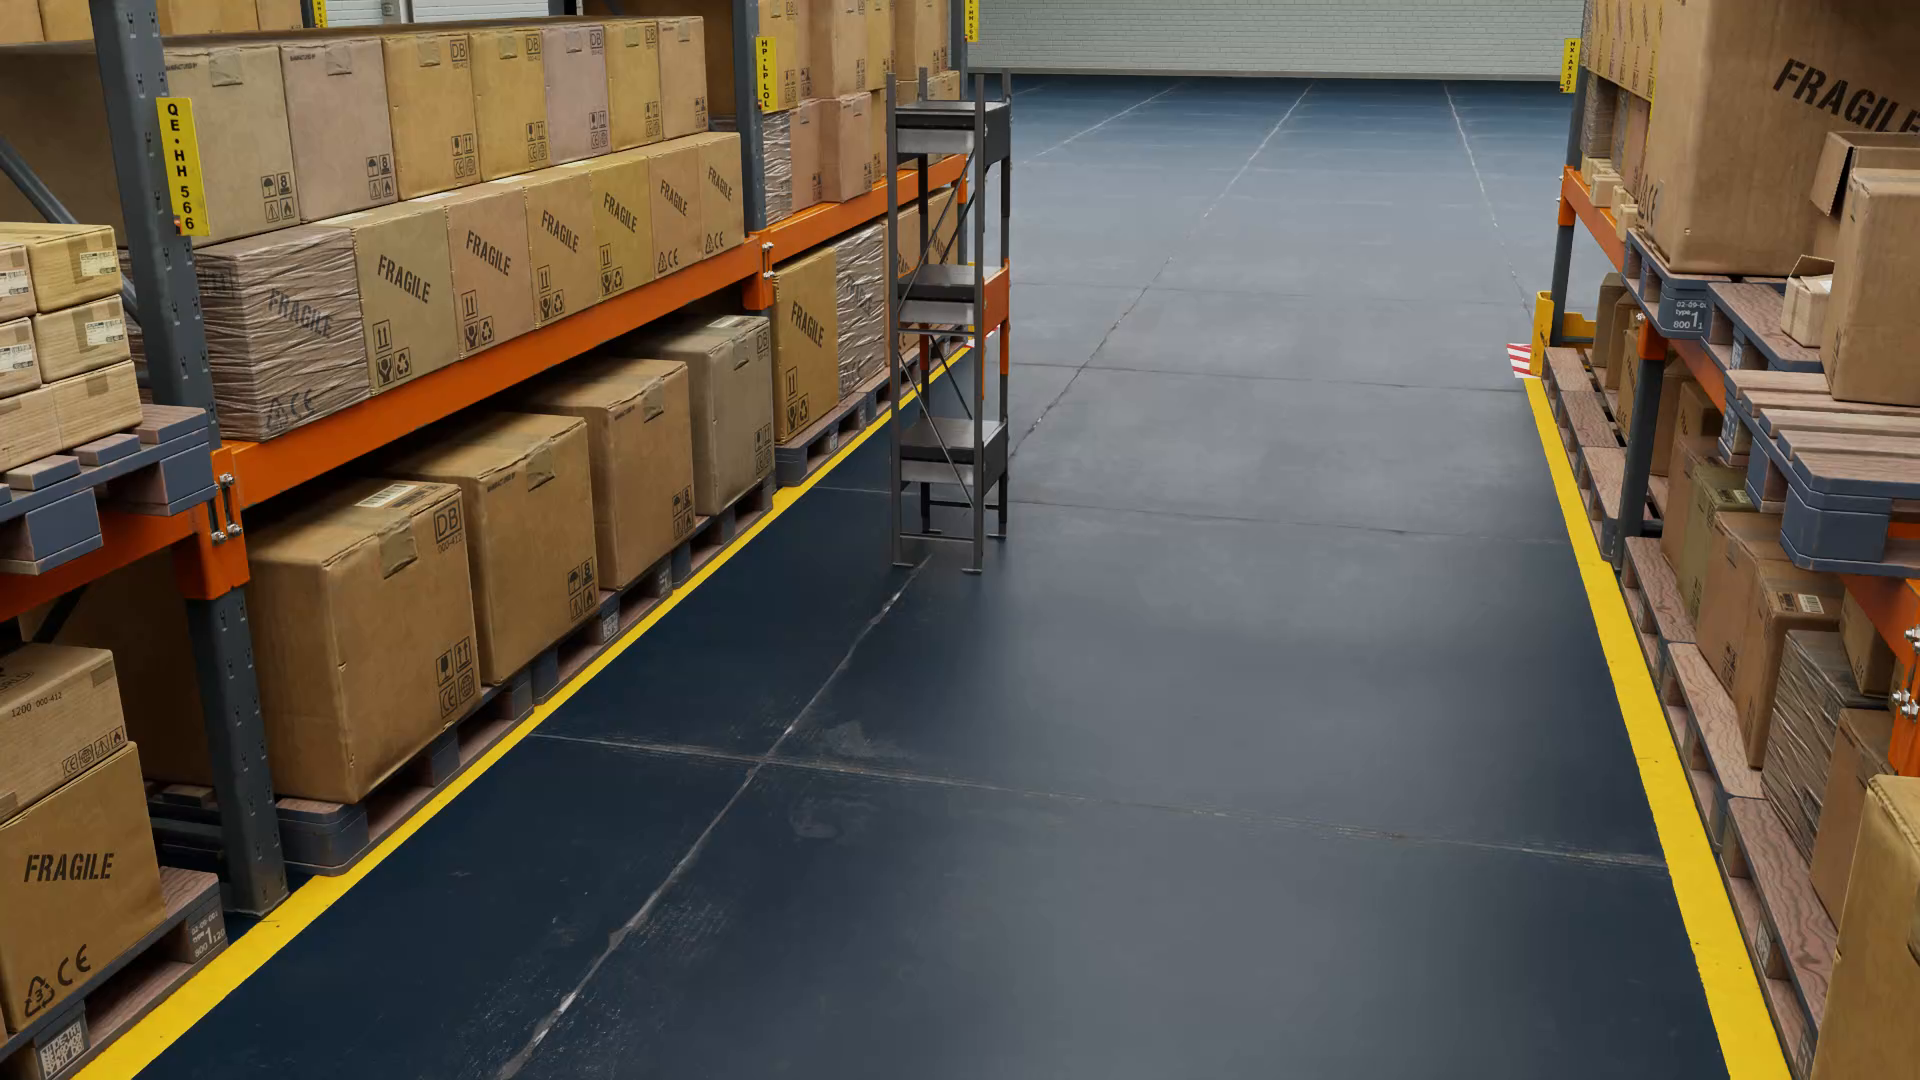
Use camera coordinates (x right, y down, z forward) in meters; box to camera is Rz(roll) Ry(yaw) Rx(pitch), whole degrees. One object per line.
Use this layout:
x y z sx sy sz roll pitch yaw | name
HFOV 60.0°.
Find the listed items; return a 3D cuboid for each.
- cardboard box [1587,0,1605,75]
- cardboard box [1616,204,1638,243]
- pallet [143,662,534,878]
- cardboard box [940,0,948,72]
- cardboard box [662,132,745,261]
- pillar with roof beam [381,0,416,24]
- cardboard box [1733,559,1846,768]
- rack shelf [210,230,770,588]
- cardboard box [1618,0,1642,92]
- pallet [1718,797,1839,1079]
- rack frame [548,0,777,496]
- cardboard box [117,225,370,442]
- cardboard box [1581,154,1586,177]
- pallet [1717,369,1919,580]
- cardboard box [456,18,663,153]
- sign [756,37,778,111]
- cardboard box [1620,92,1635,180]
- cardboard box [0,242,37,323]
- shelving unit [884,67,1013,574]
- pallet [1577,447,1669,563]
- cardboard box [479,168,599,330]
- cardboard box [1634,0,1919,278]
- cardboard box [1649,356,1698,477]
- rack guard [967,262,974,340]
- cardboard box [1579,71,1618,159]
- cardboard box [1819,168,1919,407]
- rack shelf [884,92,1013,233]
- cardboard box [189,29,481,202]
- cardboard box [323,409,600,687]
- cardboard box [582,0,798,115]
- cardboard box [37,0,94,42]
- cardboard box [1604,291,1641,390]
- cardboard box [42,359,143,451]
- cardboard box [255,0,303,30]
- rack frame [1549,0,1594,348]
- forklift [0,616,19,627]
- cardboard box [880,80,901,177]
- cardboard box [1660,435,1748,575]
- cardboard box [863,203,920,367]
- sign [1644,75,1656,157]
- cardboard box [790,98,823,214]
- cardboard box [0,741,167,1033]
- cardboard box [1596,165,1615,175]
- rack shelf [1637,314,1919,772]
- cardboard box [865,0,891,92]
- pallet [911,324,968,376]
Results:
3.811 -2.864 9.270 0.500 0.500 0.500 5 19 13 | cardboard box
3.272 -1.466 7.728 0.380 0.149 0.250 5 19 13 | cardboard box
-2.135 0.653 5.450 1.003 0.211 1.213 5 19 13 | pallet
-0.574 -3.402 11.104 0.875 0.550 0.550 5 19 13 | cardboard box
-1.292 -1.542 7.407 0.500 0.500 0.500 5 19 13 | cardboard box
-4.023 -9.796 22.446 9.100 9.000 0.400 5 19 13 | pillar with roof beam
2.783 0.408 5.040 0.700 0.500 0.500 6 20 18 | cardboard box
-1.912 -0.712 6.245 1.077 0.370 4.000 5 19 13 | rack shelf
3.449 -2.394 7.893 0.500 0.500 0.500 5 19 13 | cardboard box
2.577 1.072 4.221 1.003 0.211 1.213 5 19 13 | pallet
-1.423 -1.679 7.964 1.000 3.000 0.127 5 19 13 | rack frame
-2.029 -0.592 4.627 0.500 0.500 0.500 5 19 14 | cardboard box
3.958 -2.244 10.004 0.380 0.149 0.250 5 19 13 | cardboard box
2.455 -0.143 3.763 1.213 0.211 1.003 5 19 13 | pallet
-1.663 -1.882 6.857 0.700 0.500 0.500 4 19 12 | cardboard box
-0.895 -2.150 7.673 0.100 0.325 0.005 5 19 13 | sign
3.874 -2.052 8.441 0.875 0.500 0.500 5 19 13 | cardboard box
-2.140 -0.519 3.384 0.380 0.149 0.250 4 19 13 | cardboard box
-0.040 -0.942 7.196 0.431 2.100 0.503 5 19 13 | shelving unit
3.491 -0.150 7.799 1.003 0.211 1.213 5 19 13 | pallet
-1.660 -1.066 6.013 0.500 0.500 0.500 4 19 13 | cardboard box
3.032 -1.501 5.863 1.000 1.000 1.000 5 19 14 | cardboard box
3.631 -0.574 7.946 0.500 0.500 0.500 12 22 31 | cardboard box
-0.440 -1.758 12.060 1.175 0.500 0.348 5 19 13 | rack guard
4.178 -2.528 9.832 0.875 0.500 0.500 5 19 13 | cardboard box
2.517 -0.604 4.010 0.700 0.500 0.500 8 20 21 | cardboard box
-0.040 -1.591 6.974 0.431 0.518 0.480 5 19 13 | rack shelf
-2.036 -1.406 5.461 0.700 0.500 0.500 4 19 13 | cardboard box
-1.954 -0.018 5.930 1.050 0.750 0.750 5 19 14 | cardboard box
-1.300 -2.374 8.096 0.875 0.550 0.550 5 19 13 | cardboard box
-5.635 -3.134 10.062 0.700 0.500 0.500 4 19 12 | cardboard box
4.057 -1.141 9.605 0.500 0.500 0.500 10 21 28 | cardboard box
-2.076 -0.315 3.707 0.380 0.149 0.250 5 19 14 | cardboard box
-5.184 -3.776 11.941 0.700 0.500 0.500 4 19 12 | cardboard box
4.339 -2.510 10.395 1.000 3.000 0.127 5 19 13 | rack frame
-4.853 -1.314 7.000 1.130 2.935 3.031 -15 24 -37 | forklift
-0.865 -2.545 10.265 0.875 0.550 0.550 5 19 13 | cardboard box
3.191 -0.091 6.499 0.700 0.500 0.500 3 19 9 | cardboard box
-0.761 -1.633 10.464 0.875 0.875 0.875 4 19 13 | cardboard box
2.833 -1.706 6.703 0.100 0.325 0.005 5 19 13 | sign
-1.232 -2.041 8.791 0.875 0.550 0.550 5 19 13 | cardboard box
-2.308 0.785 3.965 0.500 0.500 0.500 5 19 13 | cardboard box
3.774 -2.009 9.316 0.380 0.149 0.250 5 19 13 | cardboard box
2.873 -0.289 5.005 1.077 0.370 4.000 5 19 13 | rack shelf
-0.891 -2.881 9.579 0.875 0.550 0.500 5 19 13 | cardboard box
-0.566 -1.357 11.333 1.003 0.211 1.213 5 19 13 | pallet
